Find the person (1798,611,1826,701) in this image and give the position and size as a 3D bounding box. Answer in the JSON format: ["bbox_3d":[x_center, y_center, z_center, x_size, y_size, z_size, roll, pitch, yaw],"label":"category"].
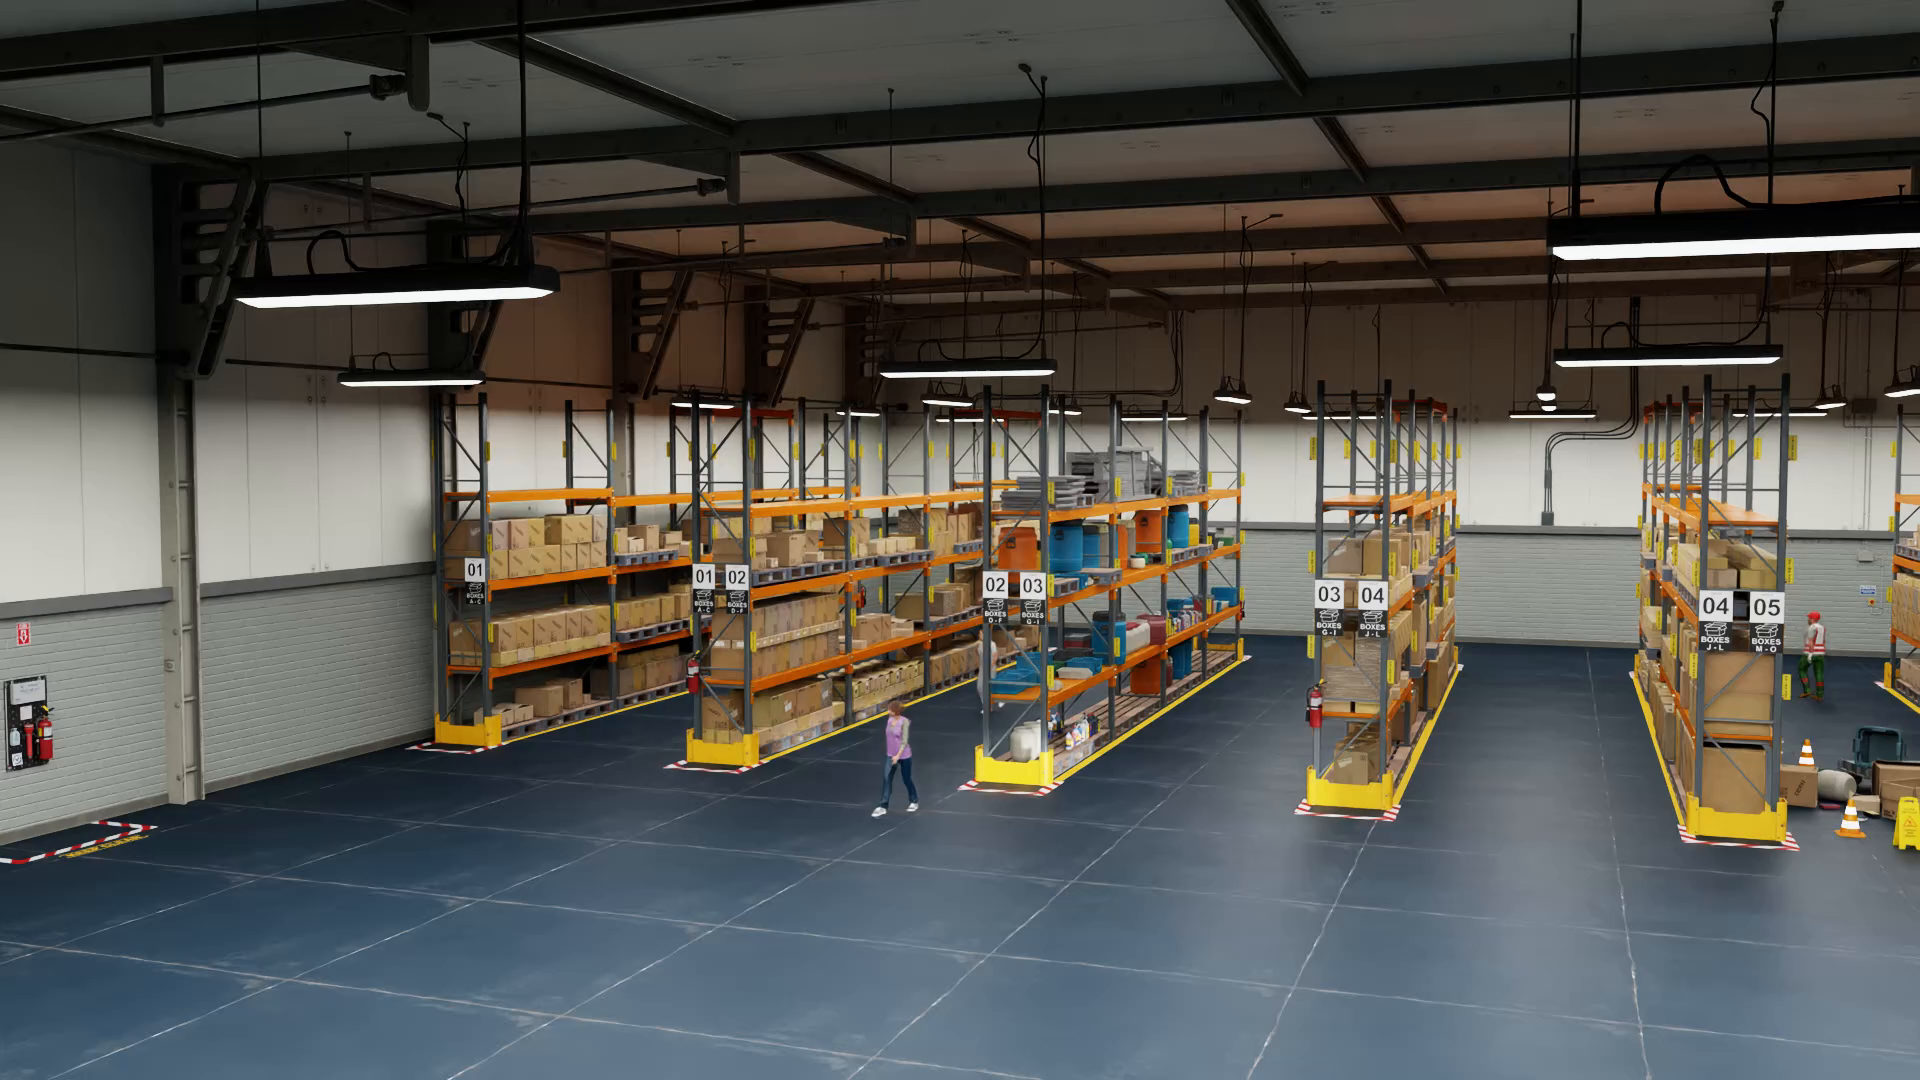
[{"bbox_3d":[17.203,2.326,33.431,0.517,1.783,0.538,0,3,-4],"label":"person"}]

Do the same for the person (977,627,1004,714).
[{"bbox_3d":[0.559,2.489,31.939,0.497,1.643,0.614,3,4,41],"label":"person"}]

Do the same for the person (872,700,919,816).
[{"bbox_3d":[-0.897,2.984,22.819,0.437,1.562,0.877,2,4,38],"label":"person"}]
